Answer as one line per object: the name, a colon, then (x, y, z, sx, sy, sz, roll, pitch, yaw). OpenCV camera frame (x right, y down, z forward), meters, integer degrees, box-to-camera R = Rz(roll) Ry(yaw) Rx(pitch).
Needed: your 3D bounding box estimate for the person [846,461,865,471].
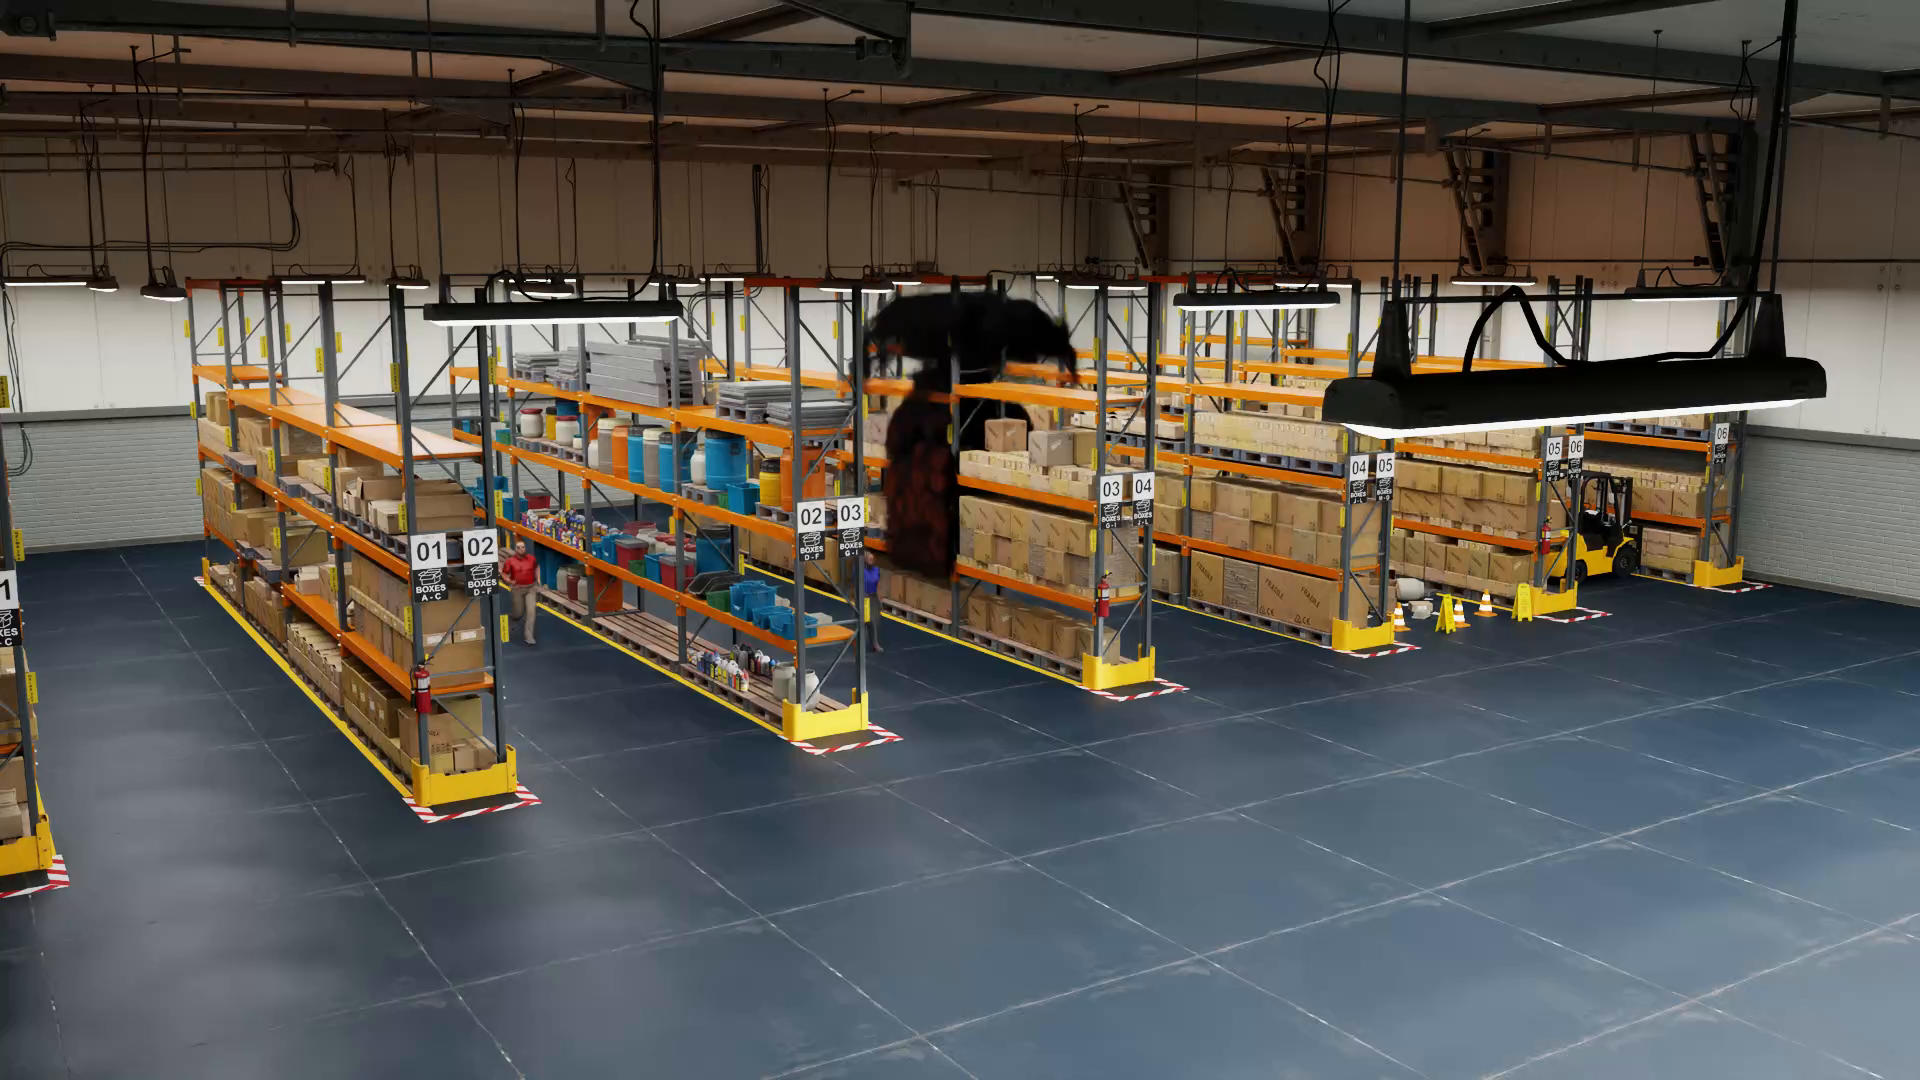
person: (-2.810, -1.414, 41.265, 0.899, 1.827, 0.739, -8, 12, -38)

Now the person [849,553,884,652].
person: (-1.552, 0.999, 27.297, 0.575, 1.627, 0.690, -7, 12, -37)

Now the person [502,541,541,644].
person: (-7.310, 0.856, 27.863, 0.678, 1.692, 0.917, -5, 11, -28)
